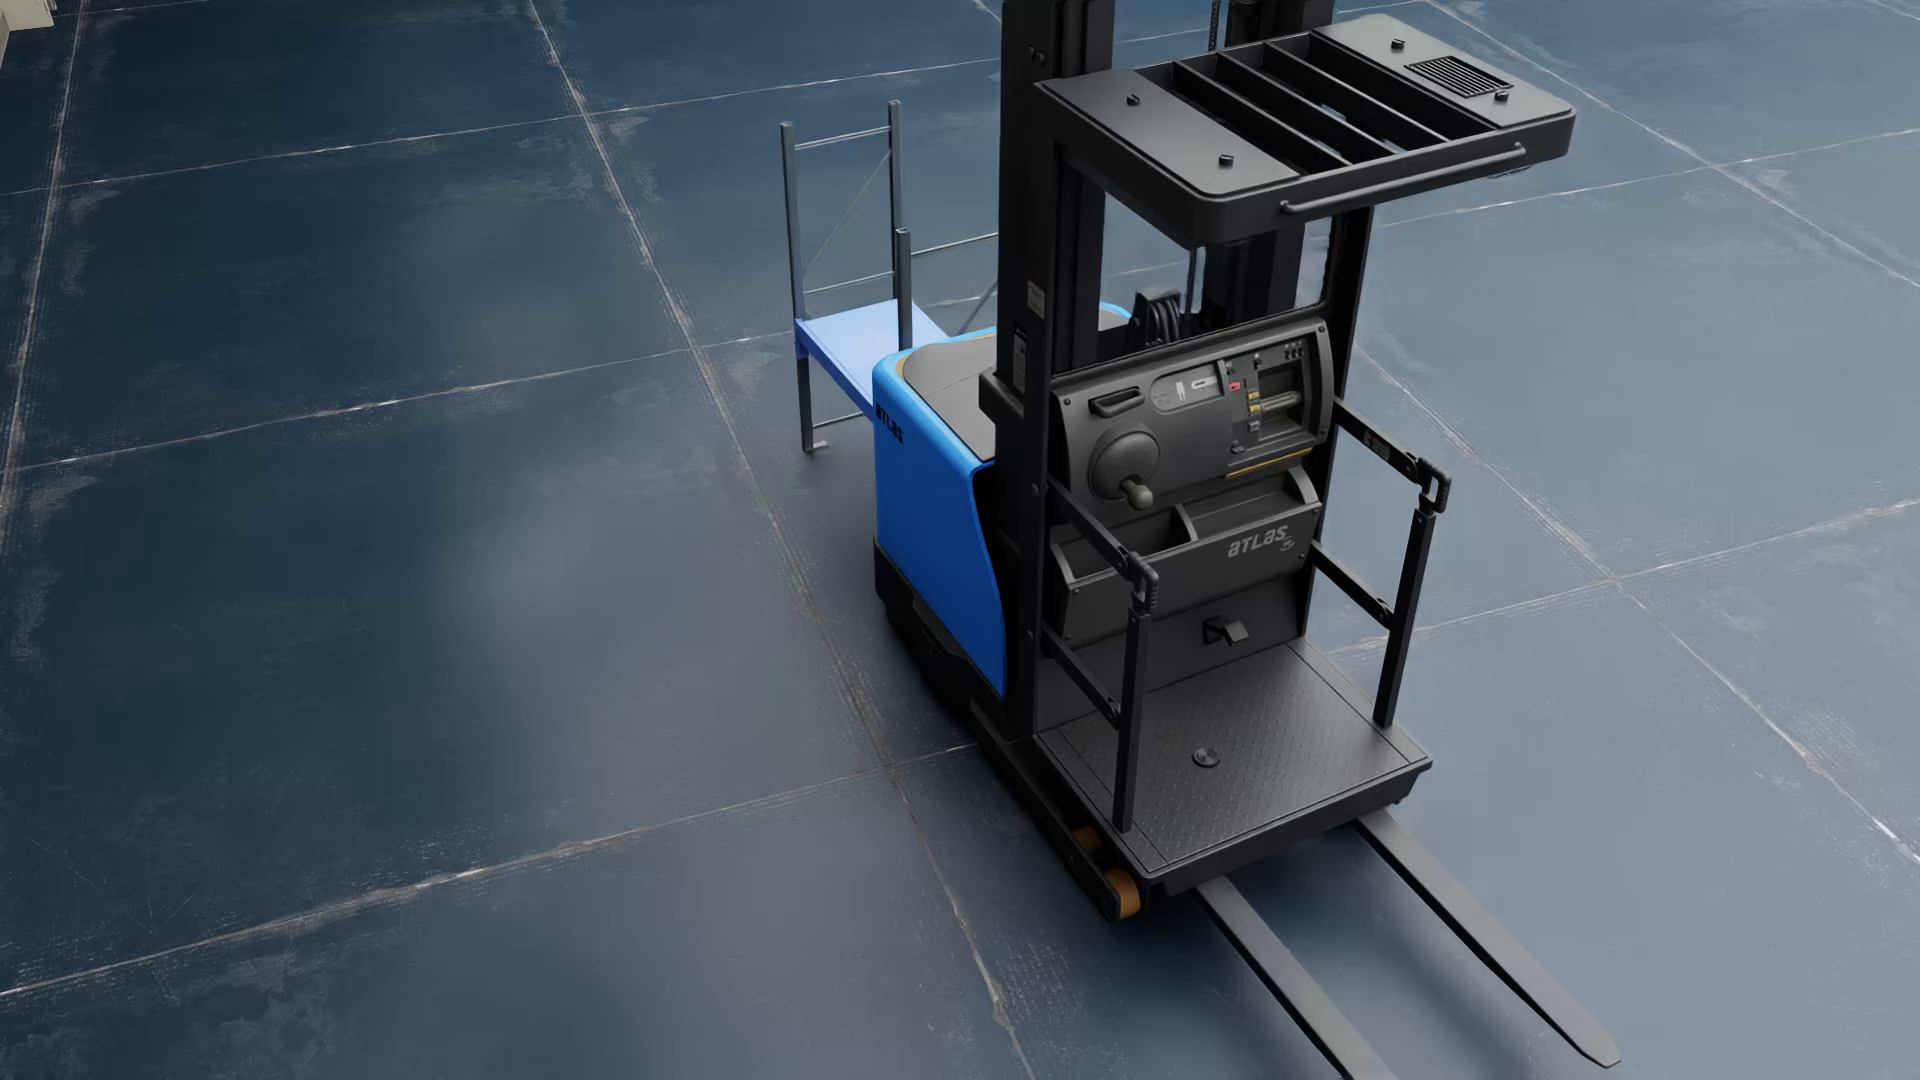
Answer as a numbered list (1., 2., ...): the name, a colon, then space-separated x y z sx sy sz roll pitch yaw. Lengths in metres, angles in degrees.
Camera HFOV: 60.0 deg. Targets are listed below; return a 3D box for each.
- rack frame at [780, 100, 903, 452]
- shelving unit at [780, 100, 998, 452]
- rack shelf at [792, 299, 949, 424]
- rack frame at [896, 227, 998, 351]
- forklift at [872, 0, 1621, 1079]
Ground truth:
1. rack frame: -0.462 -1.060 6.911 0.500 1.500 0.032 -17 40 -22
2. shelving unit: -0.227 -0.789 6.551 0.538 1.500 1.048 -17 40 -22
3. rack shelf: -0.227 -0.646 6.659 0.538 0.185 1.000 -17 40 -22
4. rack frame: 0.009 -0.518 6.191 0.500 1.500 0.032 -17 40 -22
5. forklift: 0.802 -0.299 4.711 1.130 2.935 3.031 -17 40 -22
